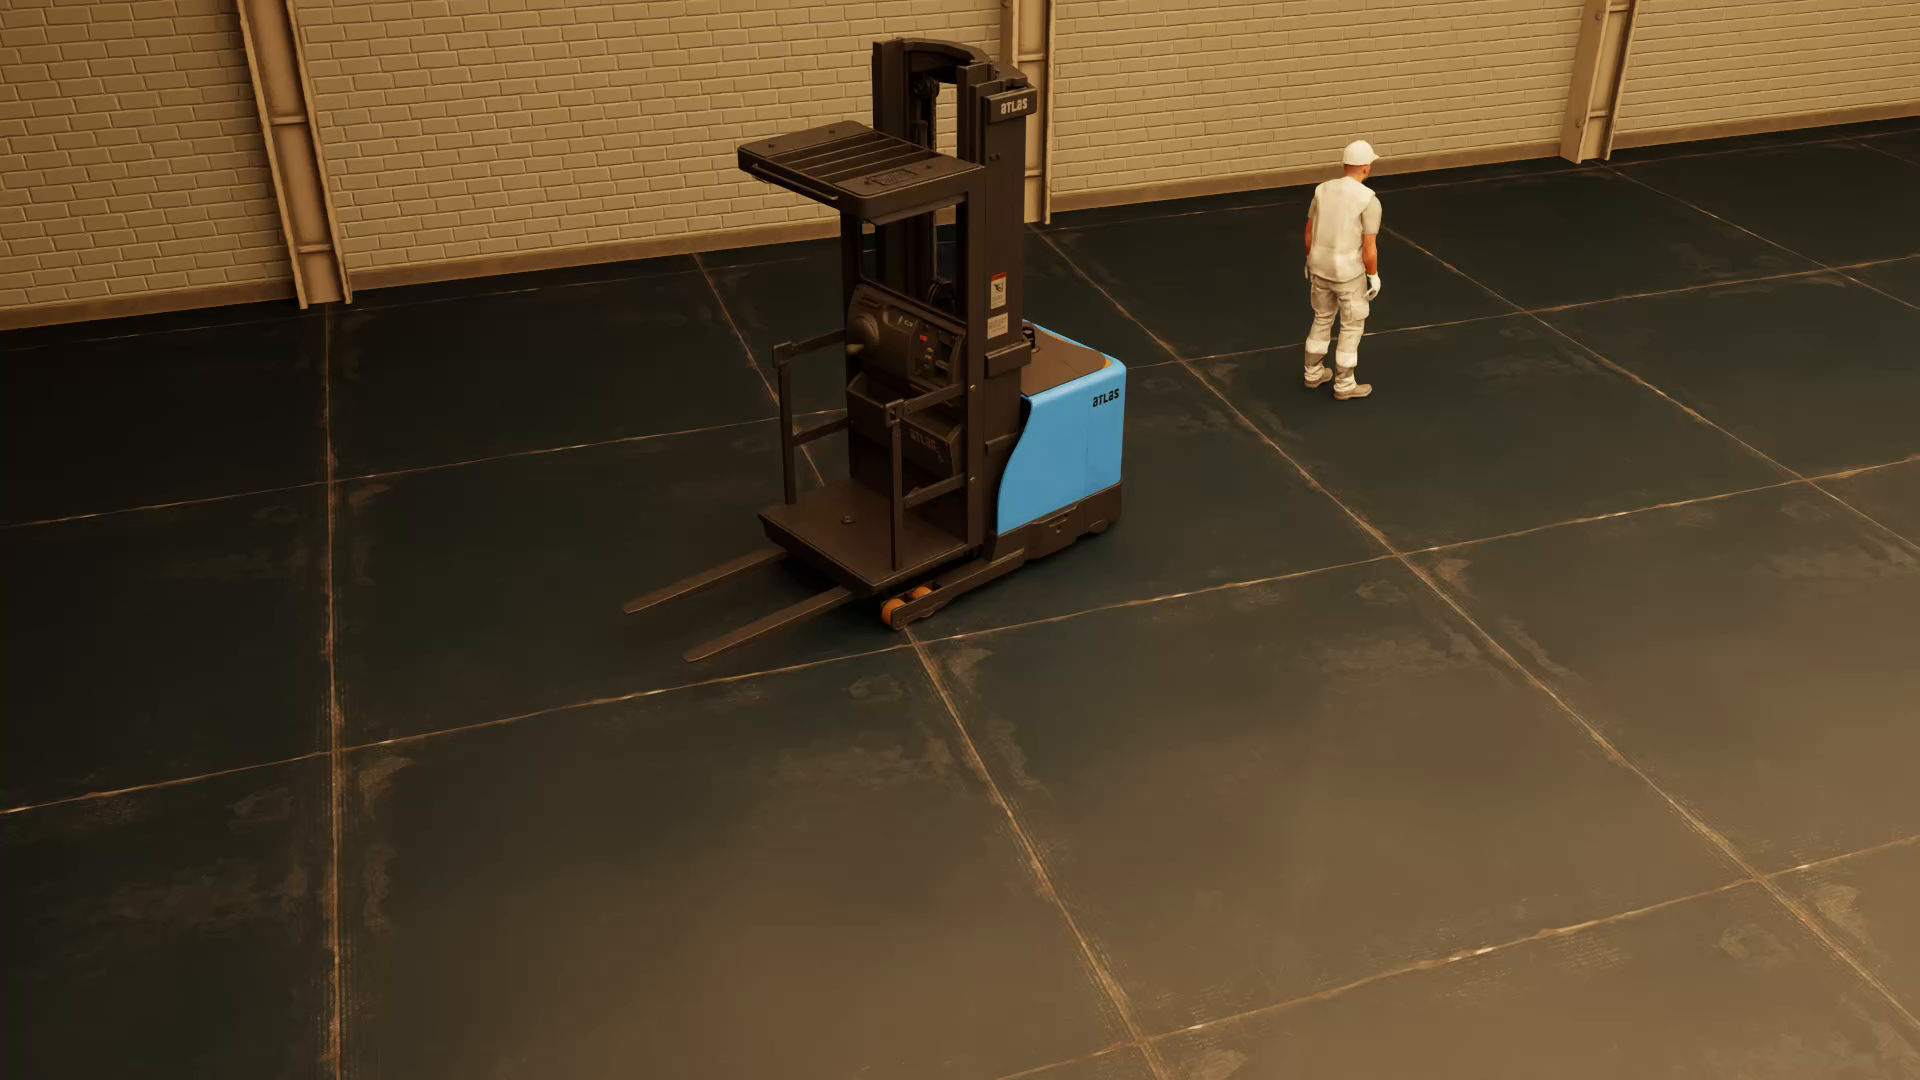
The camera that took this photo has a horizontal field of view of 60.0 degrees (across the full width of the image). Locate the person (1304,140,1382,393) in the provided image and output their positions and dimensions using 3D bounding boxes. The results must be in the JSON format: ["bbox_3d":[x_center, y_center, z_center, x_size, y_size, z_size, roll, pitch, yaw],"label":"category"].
[{"bbox_3d":[2.641,-1.885,11.466,0.453,1.719,0.609,-23,37,-34],"label":"person"}]

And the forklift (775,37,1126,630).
[{"bbox_3d":[-0.461,-1.072,8.951,3.031,2.935,1.130,-23,37,-34],"label":"forklift"}]
